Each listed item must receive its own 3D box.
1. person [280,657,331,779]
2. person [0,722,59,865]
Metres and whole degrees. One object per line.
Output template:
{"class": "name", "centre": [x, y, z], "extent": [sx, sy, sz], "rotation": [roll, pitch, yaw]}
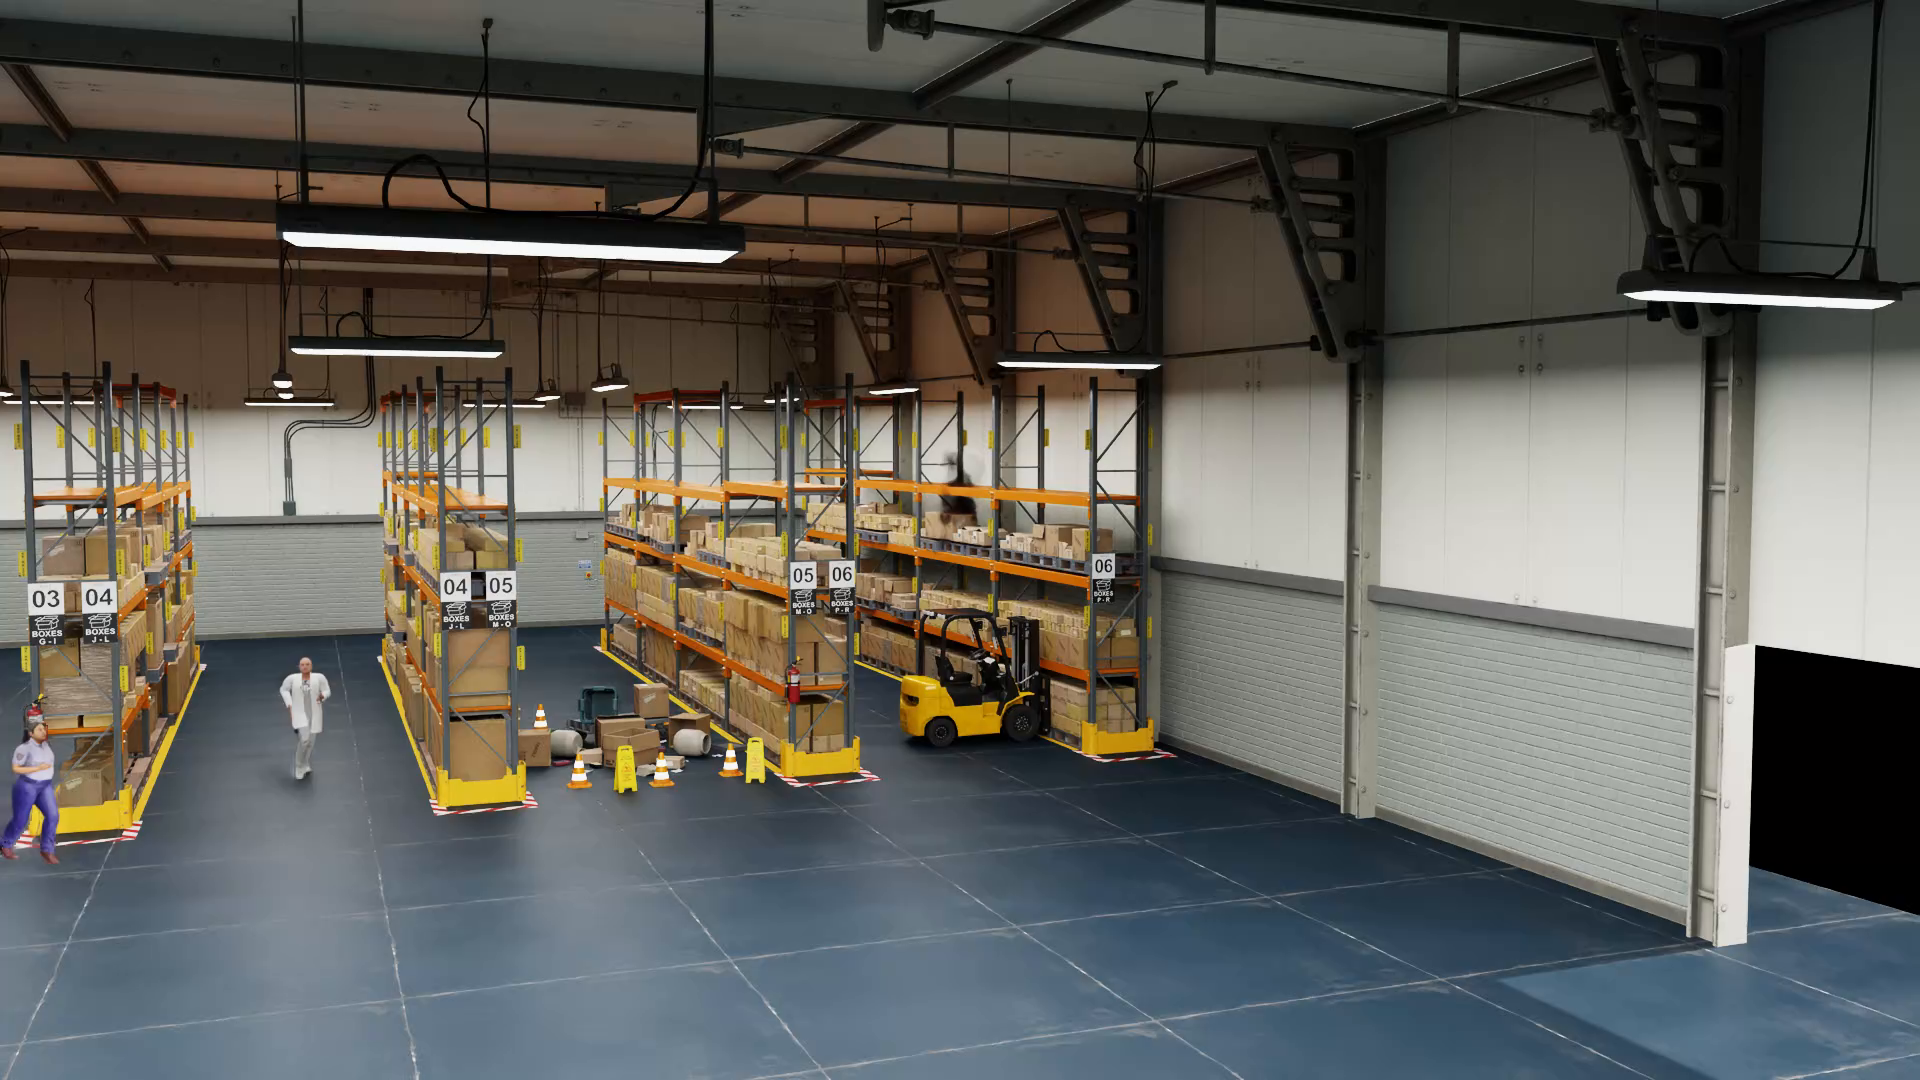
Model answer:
{"class": "person", "centre": [-9.681, 2.649, 24.684], "extent": [0.669, 1.820, 0.787], "rotation": [-2, 4, -31]}
{"class": "person", "centre": [-11.013, 3.017, 19.750], "extent": [0.774, 1.688, 0.605], "rotation": [1, 4, 19]}
